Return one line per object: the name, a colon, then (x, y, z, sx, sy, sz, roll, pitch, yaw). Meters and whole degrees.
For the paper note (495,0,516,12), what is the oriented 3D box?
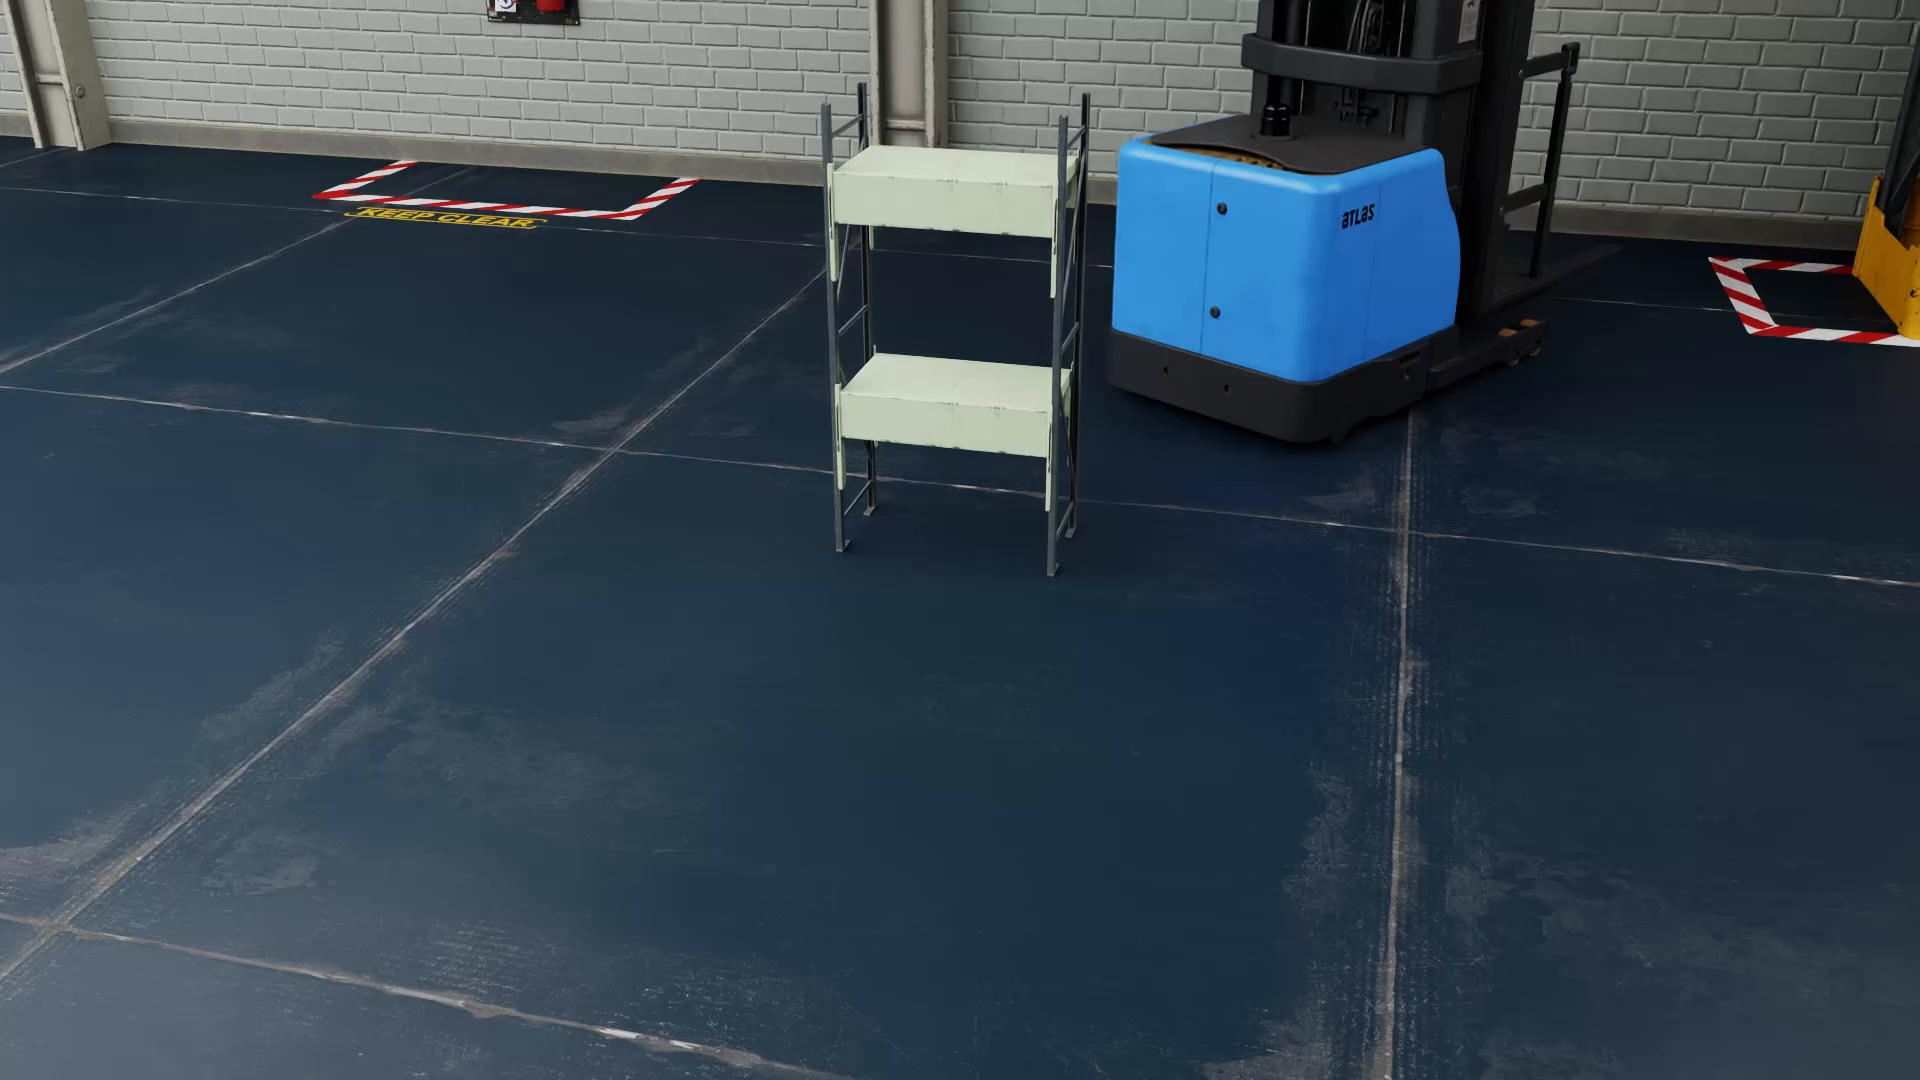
paper note: (-2.841, -3.377, 10.378, 0.142, 0.148, 0.016, 6, 26, 13)

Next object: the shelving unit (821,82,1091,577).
shelving unit: (-0.006, -0.678, 5.429, 0.755, 1.500, 0.431, 6, 26, 13)

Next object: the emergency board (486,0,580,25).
emergency board: (-2.686, -3.727, 10.089, 0.643, 1.169, 0.194, 6, 26, 13)

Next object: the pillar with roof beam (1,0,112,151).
pillar with roof beam: (-7.186, -5.005, 5.795, 0.400, 9.000, 9.100, 6, 26, 13)

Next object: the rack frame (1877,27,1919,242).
rack frame: (4.615, -2.519, 7.551, 0.127, 3.000, 1.000, 6, 26, 13)

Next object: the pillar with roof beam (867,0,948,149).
pillar with roof beam: (-1.375, -4.363, 4.445, 0.400, 9.000, 9.100, 6, 26, 13)

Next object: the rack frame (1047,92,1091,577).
rack frame: (0.348, -0.639, 5.347, 0.023, 1.500, 0.400, 6, 26, 13)

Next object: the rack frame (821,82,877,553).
rack frame: (-0.361, -0.717, 5.511, 0.023, 1.500, 0.400, 6, 26, 13)

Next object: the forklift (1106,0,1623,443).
forklift: (2.010, -2.230, 7.025, 1.130, 2.935, 3.031, 23, 34, 40)

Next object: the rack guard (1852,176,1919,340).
rack guard: (4.689, -1.382, 8.072, 0.348, 0.500, 1.175, 6, 26, 13)

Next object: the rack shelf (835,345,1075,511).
rack shelf: (-0.006, -0.384, 5.569, 0.720, 0.370, 0.431, 6, 26, 13)

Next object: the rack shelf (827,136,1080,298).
rack shelf: (-0.006, -1.030, 5.261, 0.720, 0.370, 0.431, 6, 26, 13)
